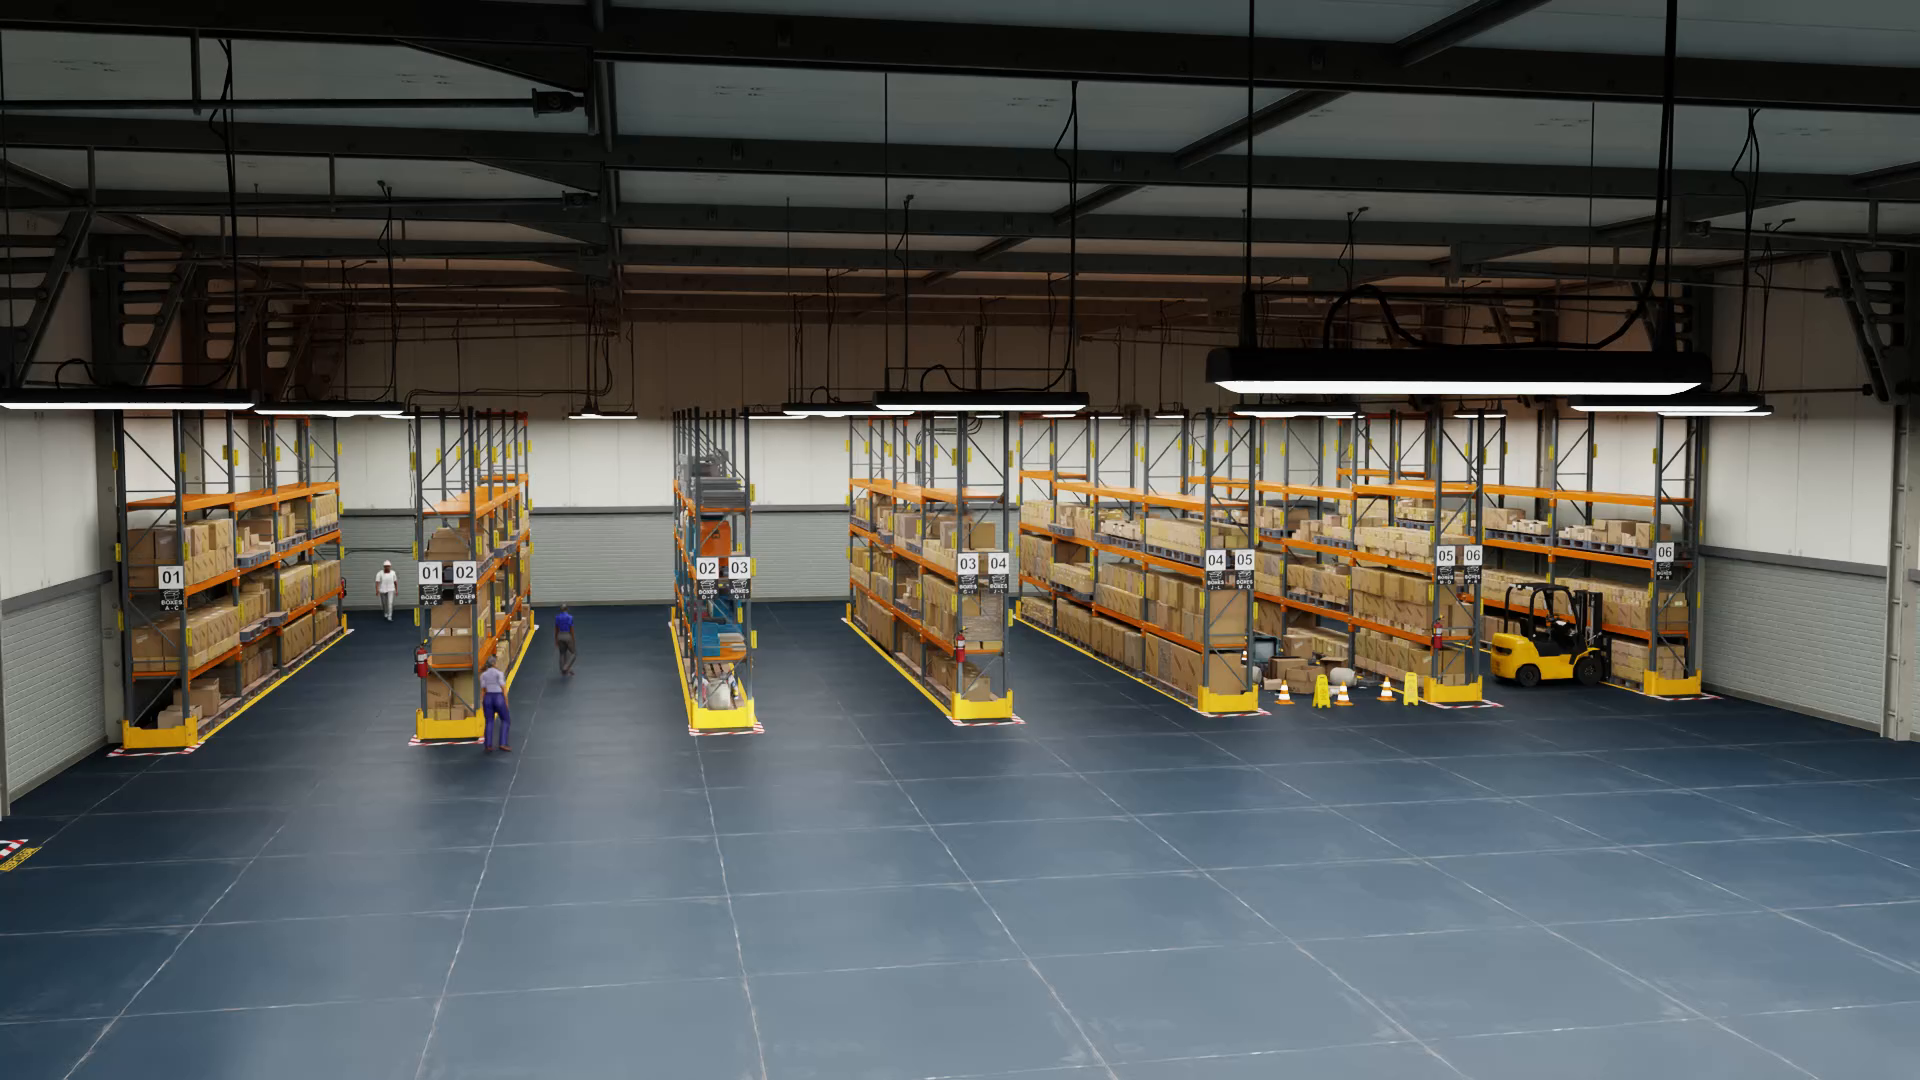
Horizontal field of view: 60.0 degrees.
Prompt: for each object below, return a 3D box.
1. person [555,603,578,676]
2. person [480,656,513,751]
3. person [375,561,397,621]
[{"bbox_3d":[-8.890,2.249,37.384,0.502,1.642,0.468,1,4,19],"label":"person"},{"bbox_3d":[-8.092,2.873,28.867,0.530,1.694,0.487,1,4,8],"label":"person"},{"bbox_3d":[-16.505,1.462,47.831,0.576,1.714,1.093,-1,4,-14],"label":"person"}]
